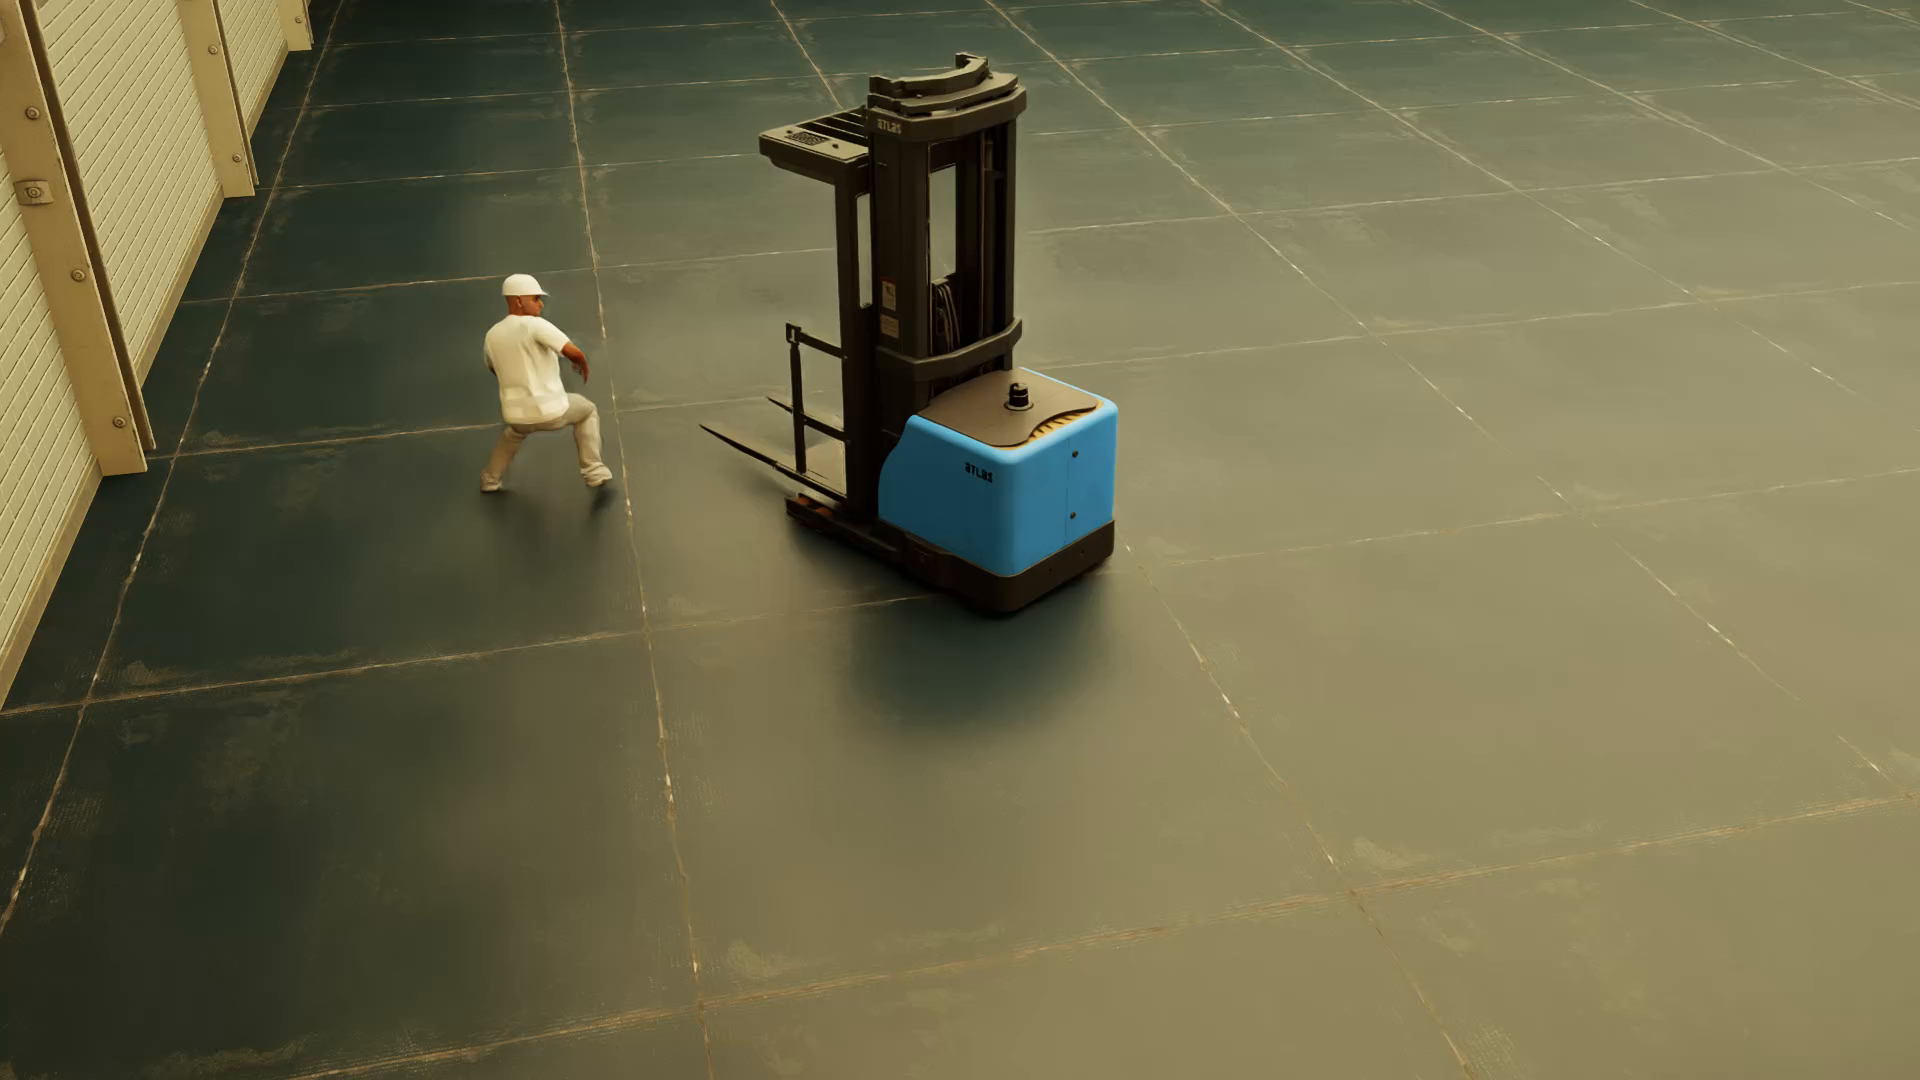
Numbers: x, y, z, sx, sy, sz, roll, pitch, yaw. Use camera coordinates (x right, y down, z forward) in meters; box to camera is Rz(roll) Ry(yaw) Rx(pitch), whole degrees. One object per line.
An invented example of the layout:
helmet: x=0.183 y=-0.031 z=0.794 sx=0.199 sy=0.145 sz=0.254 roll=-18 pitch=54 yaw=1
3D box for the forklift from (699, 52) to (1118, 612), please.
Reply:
forklift: x=-0.472 y=-1.479 z=10.130 sx=3.031 sy=2.935 sz=1.130 roll=25 pitch=39 yaw=37

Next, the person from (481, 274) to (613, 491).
person: x=-2.741 y=-0.972 z=10.742 sx=0.921 sy=1.523 sz=0.806 roll=7 pitch=31 yaw=11
